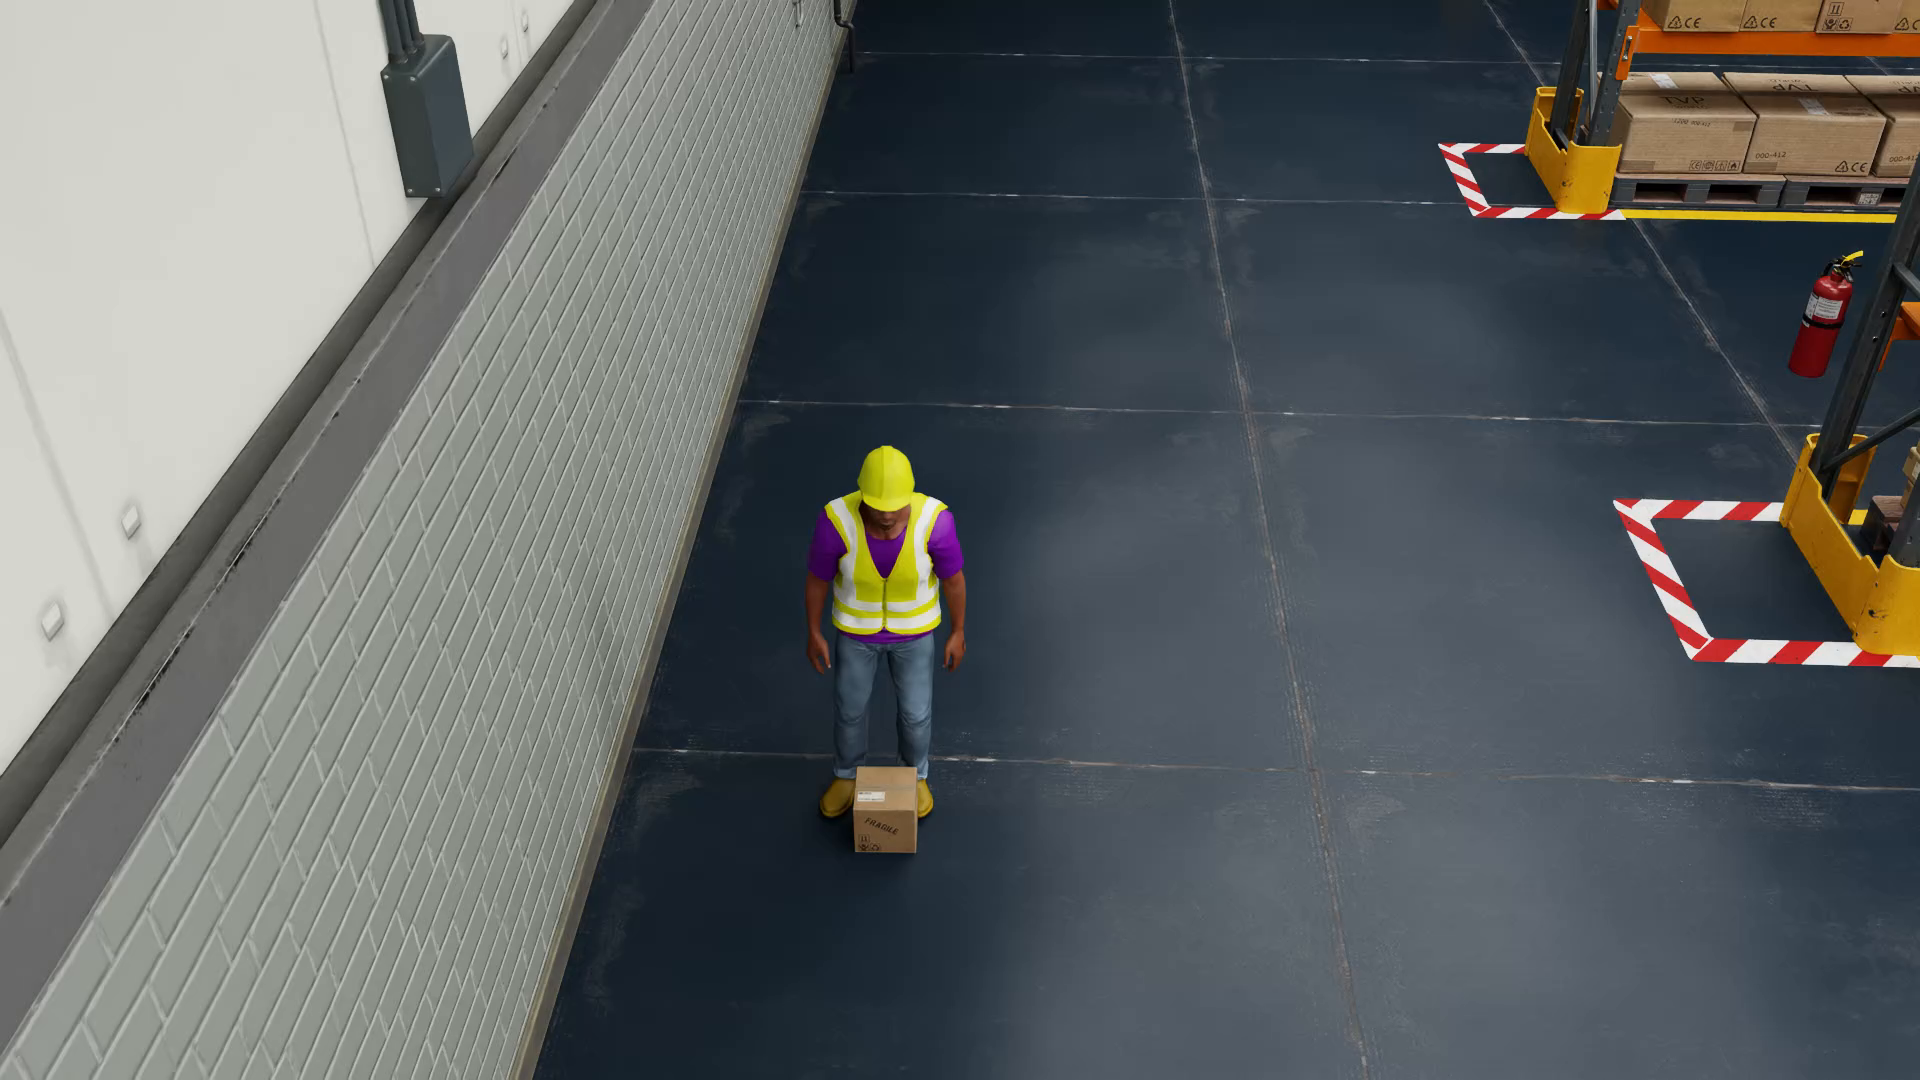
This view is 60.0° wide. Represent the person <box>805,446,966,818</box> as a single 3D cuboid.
[{"bbox_3d":[-0.293,0.365,6.589,0.635,1.761,0.455,0,35,-1],"label":"person"}]
